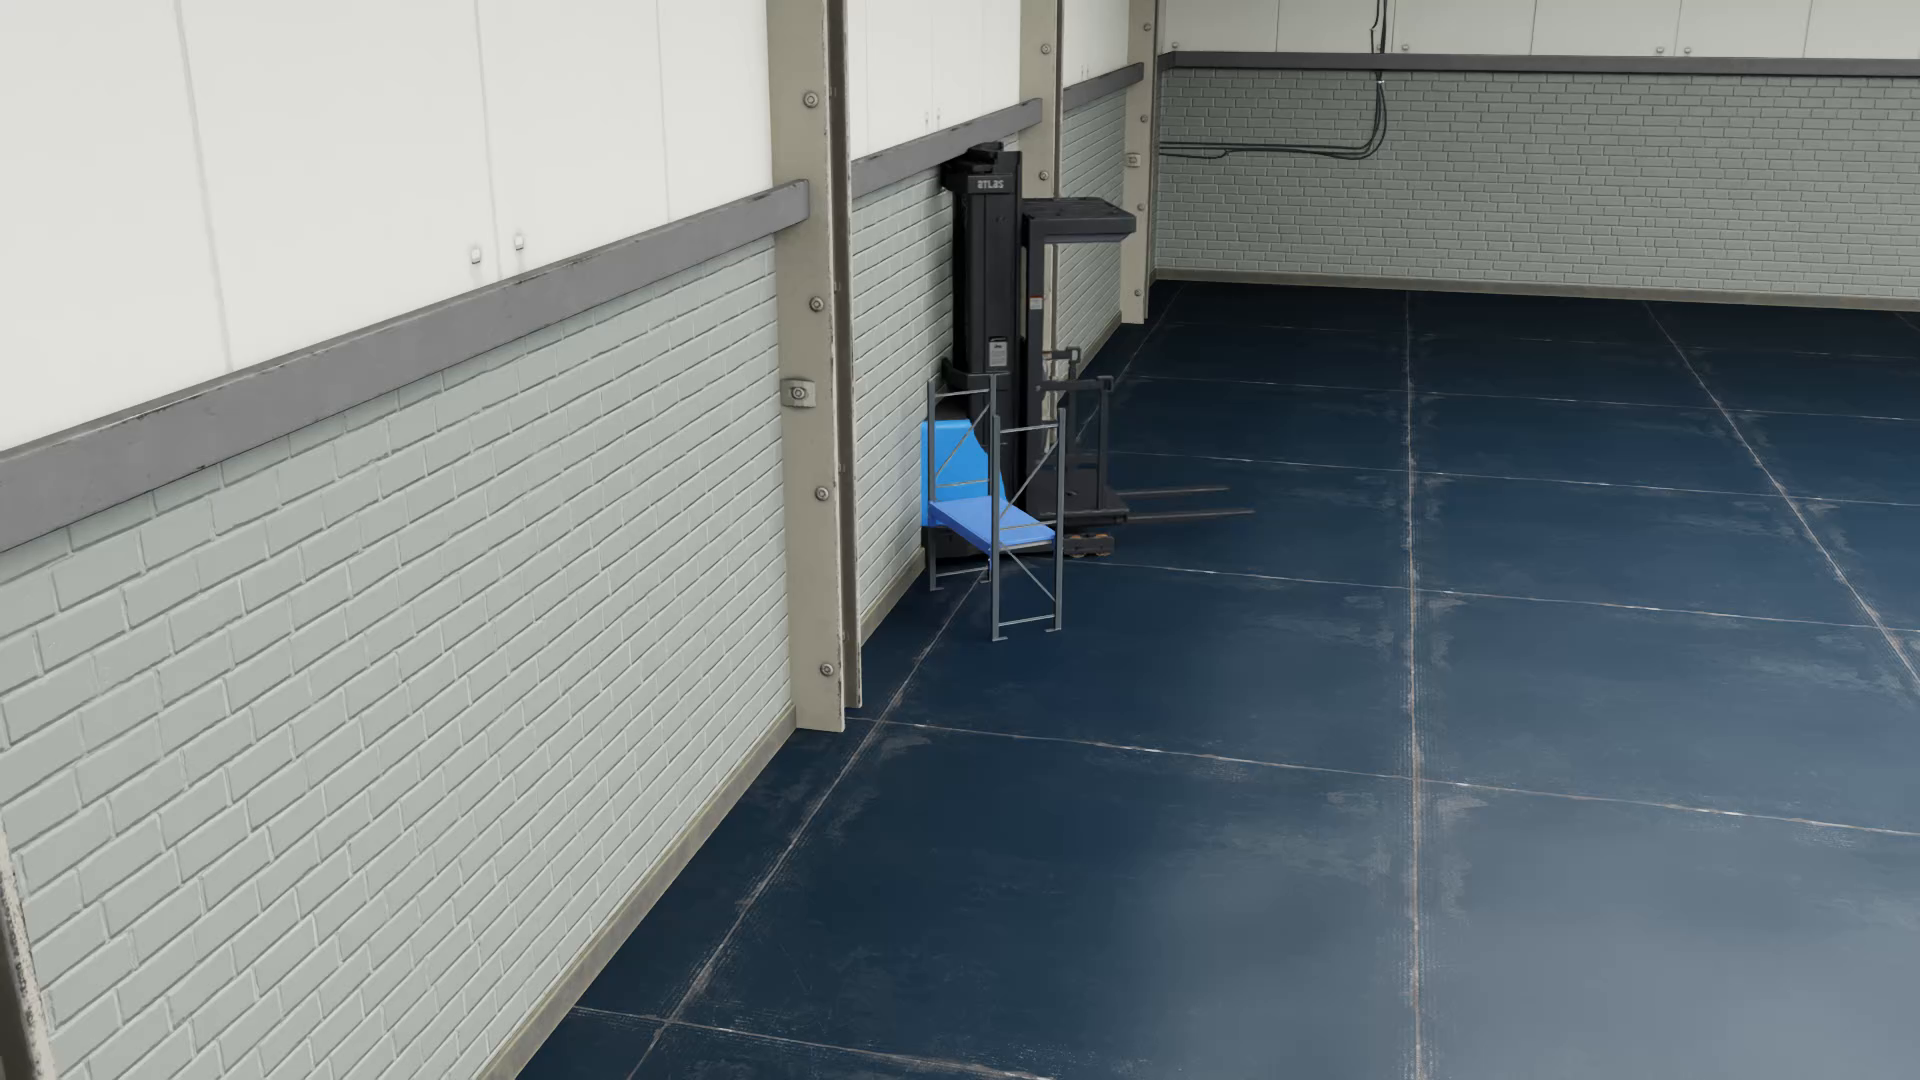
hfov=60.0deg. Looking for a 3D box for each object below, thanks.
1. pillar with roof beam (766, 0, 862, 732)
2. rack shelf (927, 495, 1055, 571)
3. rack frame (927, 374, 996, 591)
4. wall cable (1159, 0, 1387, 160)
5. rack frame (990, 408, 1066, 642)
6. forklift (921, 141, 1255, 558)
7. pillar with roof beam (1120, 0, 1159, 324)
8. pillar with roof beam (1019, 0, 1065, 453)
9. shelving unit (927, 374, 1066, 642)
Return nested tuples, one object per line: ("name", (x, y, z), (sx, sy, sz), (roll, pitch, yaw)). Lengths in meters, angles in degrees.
("pillar with roof beam", (3.399, -2.896, 7.245), (9.100, 9.000, 0.400), (5, 19, 13))
("rack shelf", (0.222, -0.068, 11.124), (0.538, 0.185, 1.000), (-8, 21, -23))
("rack frame", (0.012, -0.388, 11.504), (0.500, 1.500, 0.032), (-8, 21, -23))
("wall cable", (4.159, -6.347, 22.151), (3.097, 2.526, 0.112), (5, 19, 13))
("rack frame", (0.431, -0.089, 10.627), (0.500, 1.500, 0.032), (-8, 21, -23))
("forklift", (0.694, -1.417, 12.302), (3.031, 2.935, 1.130), (-3, 19, -9))
("pillar with roof beam", (6.331, -6.657, 18.256), (9.100, 9.000, 0.400), (5, 19, 13))
("pillar with roof beam", (4.865, -4.777, 12.751), (9.100, 9.000, 0.400), (5, 19, 13))
("shelving unit", (0.222, -0.239, 11.066), (0.538, 1.500, 1.048), (-8, 21, -23))
